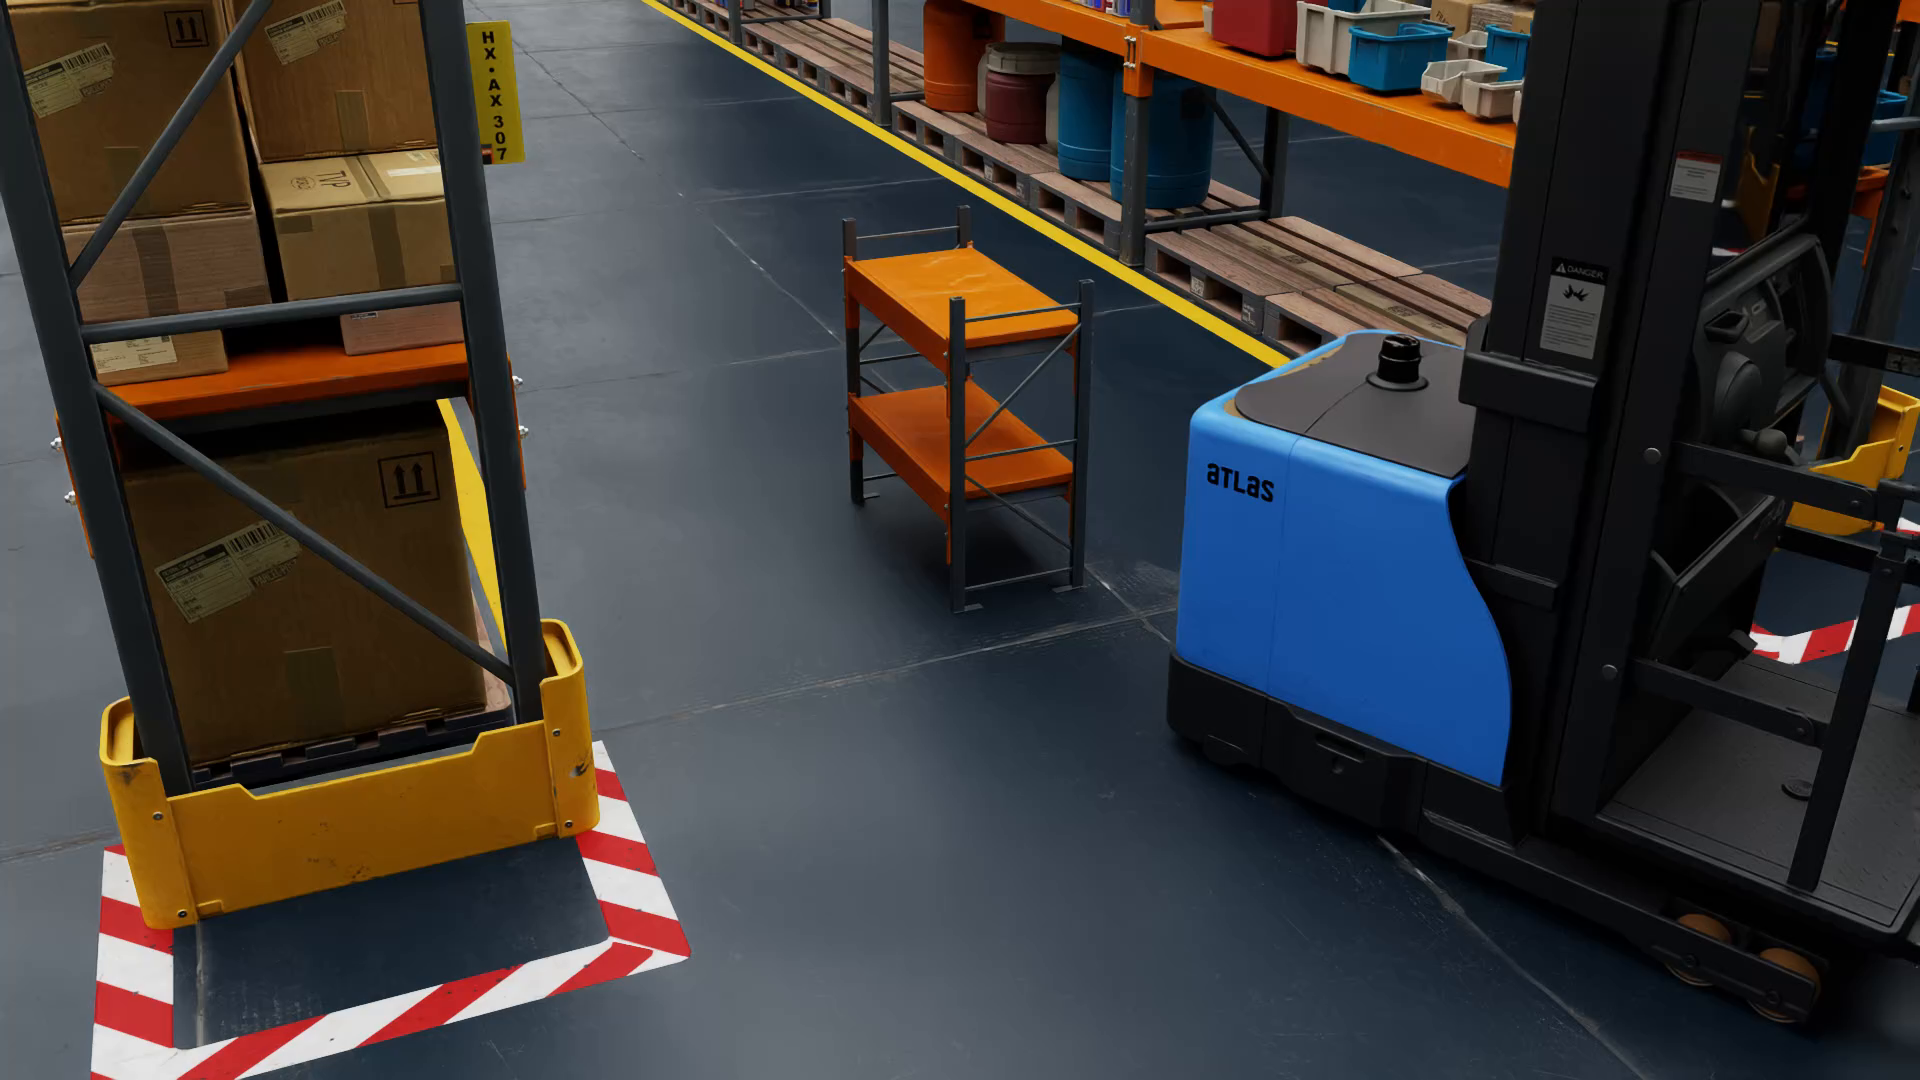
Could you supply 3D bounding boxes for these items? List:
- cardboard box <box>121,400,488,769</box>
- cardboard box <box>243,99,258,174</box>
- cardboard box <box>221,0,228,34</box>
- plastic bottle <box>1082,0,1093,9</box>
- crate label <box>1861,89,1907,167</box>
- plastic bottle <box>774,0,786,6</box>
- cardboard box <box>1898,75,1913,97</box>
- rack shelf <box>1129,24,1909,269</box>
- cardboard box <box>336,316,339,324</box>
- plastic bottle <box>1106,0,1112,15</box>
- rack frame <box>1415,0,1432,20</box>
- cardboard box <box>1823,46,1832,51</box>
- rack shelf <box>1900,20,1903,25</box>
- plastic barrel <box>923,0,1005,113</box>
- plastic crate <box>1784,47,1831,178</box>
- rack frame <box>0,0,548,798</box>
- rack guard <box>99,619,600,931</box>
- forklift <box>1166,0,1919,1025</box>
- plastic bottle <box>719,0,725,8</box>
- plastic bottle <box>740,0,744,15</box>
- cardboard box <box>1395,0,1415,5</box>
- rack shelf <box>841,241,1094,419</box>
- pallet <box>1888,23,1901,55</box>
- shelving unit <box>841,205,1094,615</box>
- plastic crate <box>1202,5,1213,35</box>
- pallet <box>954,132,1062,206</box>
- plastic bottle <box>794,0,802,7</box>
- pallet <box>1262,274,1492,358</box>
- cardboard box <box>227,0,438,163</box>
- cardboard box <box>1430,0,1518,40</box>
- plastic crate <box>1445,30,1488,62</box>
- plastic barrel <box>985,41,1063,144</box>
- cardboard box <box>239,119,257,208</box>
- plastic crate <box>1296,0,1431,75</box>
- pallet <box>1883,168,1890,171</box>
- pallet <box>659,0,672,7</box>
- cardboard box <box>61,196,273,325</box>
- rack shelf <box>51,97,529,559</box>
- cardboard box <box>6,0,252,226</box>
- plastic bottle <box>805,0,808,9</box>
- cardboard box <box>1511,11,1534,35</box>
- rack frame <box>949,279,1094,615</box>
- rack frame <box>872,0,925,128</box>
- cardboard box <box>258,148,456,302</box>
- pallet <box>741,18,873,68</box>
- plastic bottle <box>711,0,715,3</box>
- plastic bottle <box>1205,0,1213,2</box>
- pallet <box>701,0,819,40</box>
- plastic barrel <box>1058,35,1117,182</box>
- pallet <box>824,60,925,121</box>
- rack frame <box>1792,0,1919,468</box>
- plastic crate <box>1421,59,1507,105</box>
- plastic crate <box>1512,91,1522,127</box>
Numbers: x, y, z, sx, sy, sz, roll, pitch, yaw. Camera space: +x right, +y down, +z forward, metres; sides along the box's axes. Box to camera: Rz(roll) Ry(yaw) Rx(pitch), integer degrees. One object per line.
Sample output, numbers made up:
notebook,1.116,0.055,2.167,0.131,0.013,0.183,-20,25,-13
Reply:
cardboard box,-1.924,-0.006,4.786,0.875,0.875,0.875,-11,28,-21
cardboard box,-1.943,-1.246,5.215,0.500,0.250,0.500,-12,28,-22
cardboard box,-3.510,-2.821,8.494,0.500,0.500,0.500,-11,28,-22
plastic bottle,0.796,-3.188,9.503,0.152,0.276,0.135,-11,28,-21
crate label,3.164,-1.486,5.998,0.416,0.233,0.303,-11,28,-21
plastic bottle,-1.809,-5.602,16.823,0.144,0.351,0.185,-11,28,-21
cardboard box,6.434,-2.736,10.782,0.500,0.500,0.500,-11,28,-21
rack shelf,2.174,-1.862,7.466,1.077,0.370,4.000,-11,28,-21
cardboard box,-1.537,-0.718,4.587,0.380,0.149,0.250,-11,28,-21
plastic bottle,0.868,-3.049,9.303,0.097,0.201,0.097,0,26,0
rack frame,4.384,-5.457,14.009,1.000,3.000,0.127,-11,28,-21
cardboard box,5.985,-3.154,11.639,0.500,0.500,0.500,-12,28,-23
rack shelf,5.167,-4.327,12.513,1.077,0.370,4.000,-11,28,-21
plastic barrel,0.032,-3.627,12.254,0.600,0.830,0.708,-11,28,-21
plastic crate,2.654,-1.524,5.844,0.616,0.435,0.499,-11,28,-21
rack frame,-1.600,-0.527,3.911,1.000,3.000,0.127,-11,28,-21
rack guard,-1.591,0.606,4.440,1.175,0.500,0.348,-11,28,-21
forklift,2.056,-0.442,3.815,3.031,2.935,1.130,21,33,36
plastic bottle,-2.335,-5.518,16.650,0.144,0.351,0.185,-12,29,-23
plastic bottle,-2.171,-5.256,16.284,0.097,0.201,0.097,0,26,0
cardboard box,3.952,-4.832,14.743,0.500,0.311,0.500,-10,28,-19
rack shelf,0.003,-0.766,5.869,0.538,0.278,1.000,-11,28,-21
pallet,9.180,-4.726,15.689,1.003,0.211,1.213,-11,28,-21
shelving unit,0.003,-0.503,5.998,0.538,1.125,1.048,-11,28,-21
plastic crate,1.442,-2.689,8.571,0.396,0.136,0.243,-11,28,-21
pallet,0.645,-2.552,11.236,1.003,0.211,1.213,-11,28,-21
plastic bottle,-1.615,-5.526,16.753,0.152,0.276,0.135,-10,28,-19
pallet,2.196,-0.957,7.969,1.003,0.211,1.213,-11,28,-21
cardboard box,-1.735,-1.373,4.619,0.500,0.500,0.500,-11,28,-22
cardboard box,4.299,-4.299,13.984,0.500,0.500,0.500,-9,28,-18
plastic crate,2.349,-2.250,7.672,0.293,0.136,0.466,-11,28,-21
plastic barrel,0.474,-3.062,11.373,0.600,0.588,0.708,-11,28,-21
cardboard box,-2.432,-1.154,5.026,0.500,0.250,0.500,-12,28,-22
plastic crate,1.819,-2.319,7.647,0.437,0.282,0.530,-11,28,-21
pallet,6.218,-2.312,10.745,1.003,0.211,1.213,-11,28,-21
pallet,-2.922,-6.233,18.775,1.003,0.211,1.213,-11,28,-21
cardboard box,-2.034,-0.744,4.186,0.500,0.250,0.500,-11,28,-21
rack shelf,-2.383,-1.011,5.723,1.077,0.370,4.000,-11,28,-21
cardboard box,-2.033,-1.082,4.024,0.500,0.500,0.500,-10,28,-20
plastic bottle,-1.503,-5.408,16.595,0.097,0.201,0.097,0,26,0
cardboard box,4.701,-3.885,13.136,0.500,0.500,0.500,-11,28,-21
rack frame,0.202,-0.298,5.577,0.500,1.125,0.032,-11,28,-21
rack frame,-0.176,-4.608,12.269,1.000,3.000,0.127,-11,28,-21
cardboard box,-1.540,-0.834,4.371,0.500,0.250,0.500,-11,28,-22
pallet,-1.399,-4.659,15.552,1.003,0.211,1.213,-11,28,-21
plastic bottle,-2.461,-5.648,16.918,0.144,0.351,0.185,-11,28,-21
plastic bottle,1.487,-3.293,9.723,0.097,0.271,0.097,0,26,0
pallet,-1.967,-5.248,16.758,1.003,0.211,1.213,-11,28,-21
plastic barrel,0.916,-2.747,10.371,0.600,0.901,0.708,-11,28,-21
pallet,-0.443,-3.674,13.535,1.003,0.211,1.213,-11,28,-21
rack frame,2.957,-1.378,5.654,1.000,3.000,0.127,-11,28,-21
plastic crate,2.107,-1.929,7.014,0.298,0.136,0.250,-11,28,-21
plastic crate,2.371,-1.704,6.554,0.396,0.136,0.243,-11,28,-21
